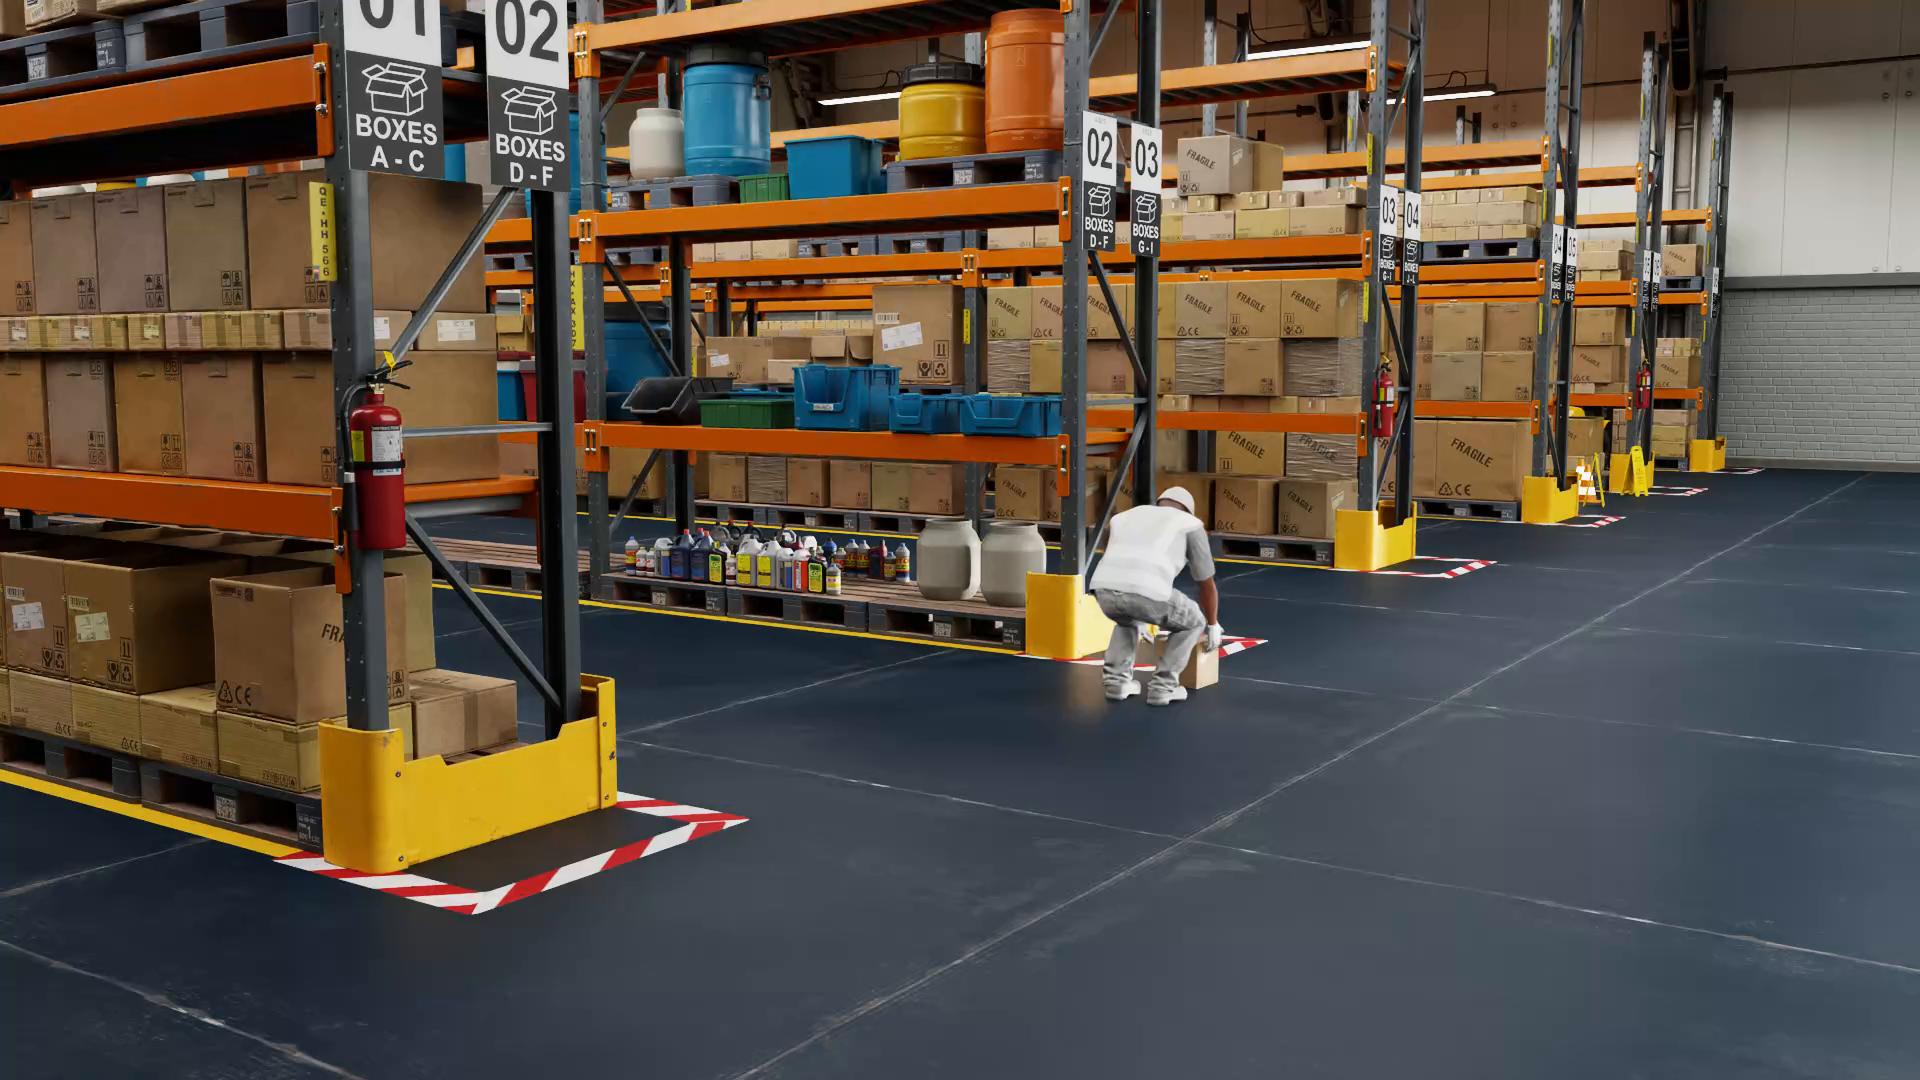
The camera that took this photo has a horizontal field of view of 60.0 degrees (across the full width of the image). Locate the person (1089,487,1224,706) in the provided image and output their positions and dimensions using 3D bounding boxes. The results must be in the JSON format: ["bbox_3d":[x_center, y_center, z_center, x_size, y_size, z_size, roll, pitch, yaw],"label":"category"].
[{"bbox_3d":[0.990,0.283,8.768,0.587,1.087,0.881,4,8,36],"label":"person"}]
